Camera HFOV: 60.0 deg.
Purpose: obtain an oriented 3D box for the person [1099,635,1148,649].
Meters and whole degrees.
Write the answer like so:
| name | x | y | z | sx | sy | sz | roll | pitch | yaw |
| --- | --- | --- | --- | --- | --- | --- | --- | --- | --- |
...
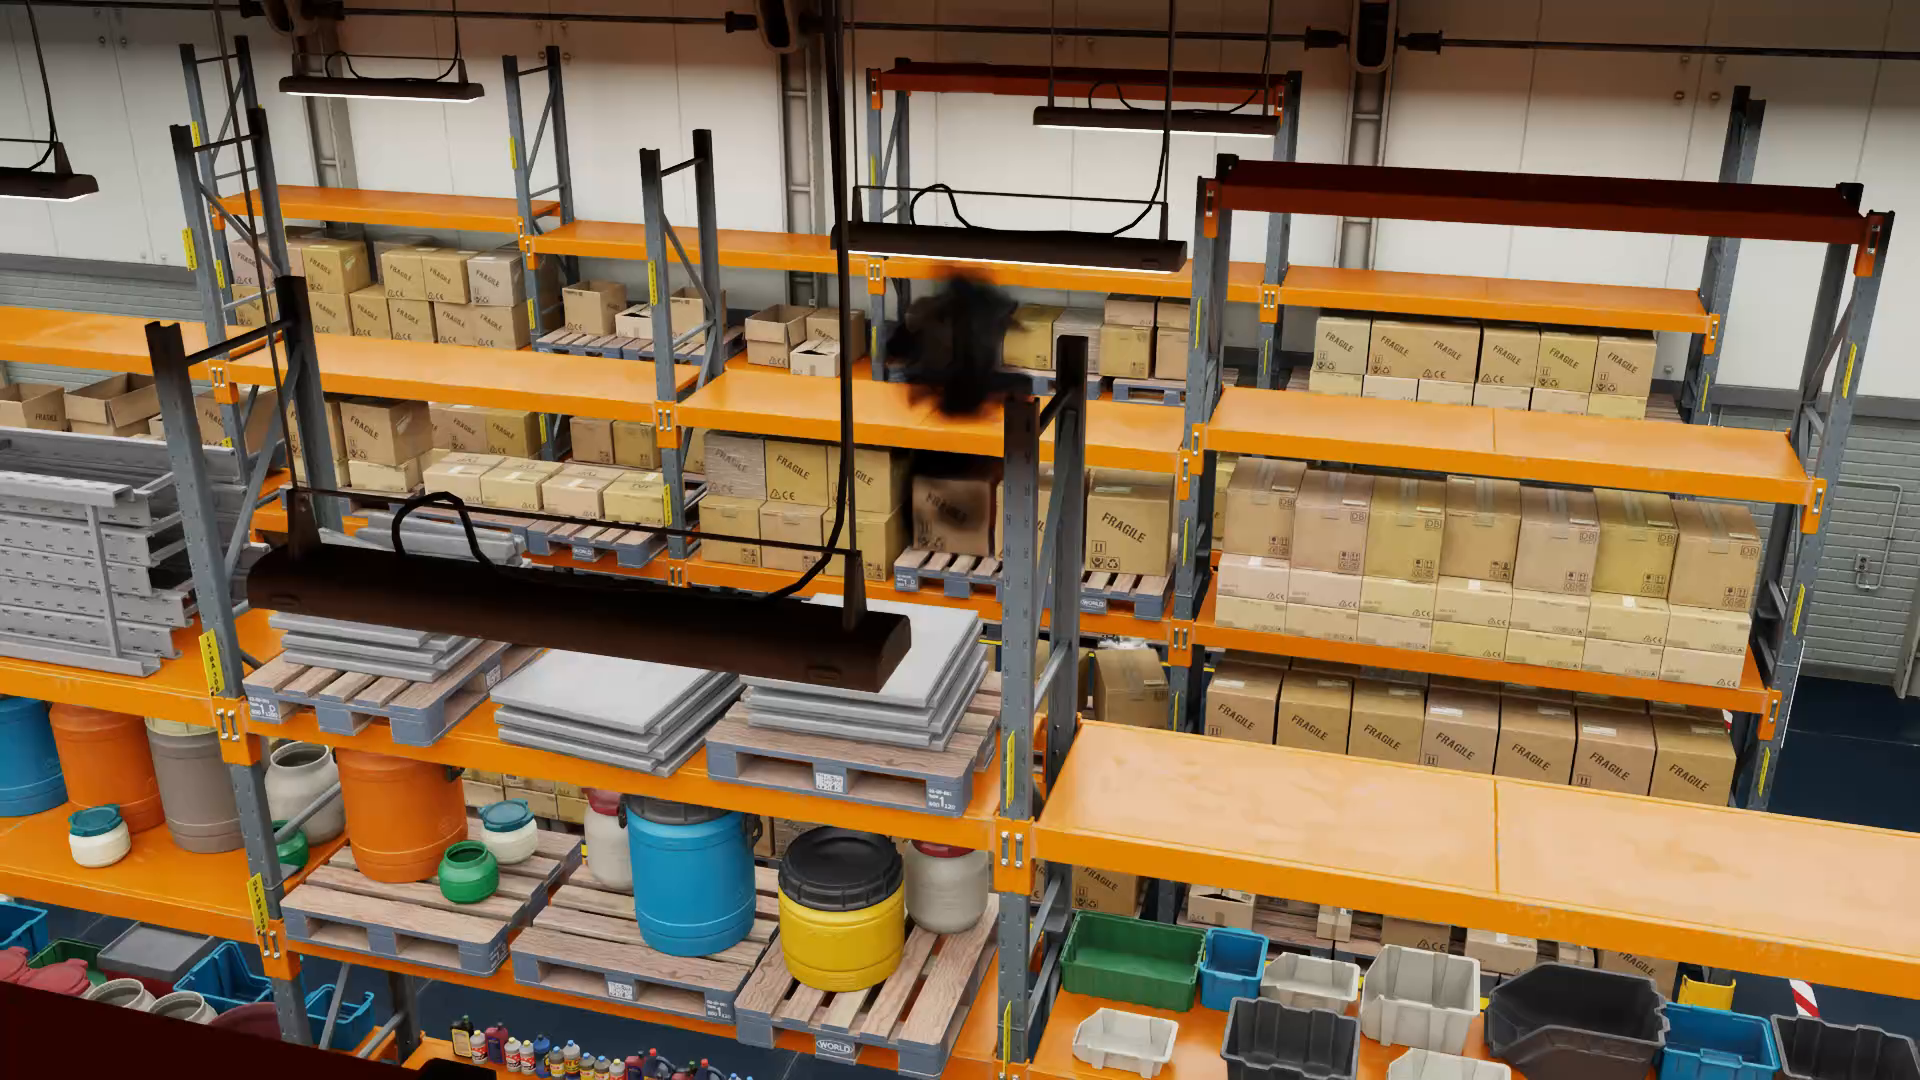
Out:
| name | x | y | z | sx | sy | sz | roll | pitch | yaw |
| --- | --- | --- | --- | --- | --- | --- | --- | --- | --- |
| person | 1.605 | 1.118 | 15.929 | 0.560 | 1.644 | 0.599 | 1 | 23 | 2 |

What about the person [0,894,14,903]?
| name | x | y | z | sx | sy | sz | roll | pitch | yaw |
| --- | --- | --- | --- | --- | --- | --- | --- | --- | --- |
| person | -7.134 | 2.664 | 12.118 | 0.779 | 1.846 | 0.651 | 5 | 23 | 12 |
